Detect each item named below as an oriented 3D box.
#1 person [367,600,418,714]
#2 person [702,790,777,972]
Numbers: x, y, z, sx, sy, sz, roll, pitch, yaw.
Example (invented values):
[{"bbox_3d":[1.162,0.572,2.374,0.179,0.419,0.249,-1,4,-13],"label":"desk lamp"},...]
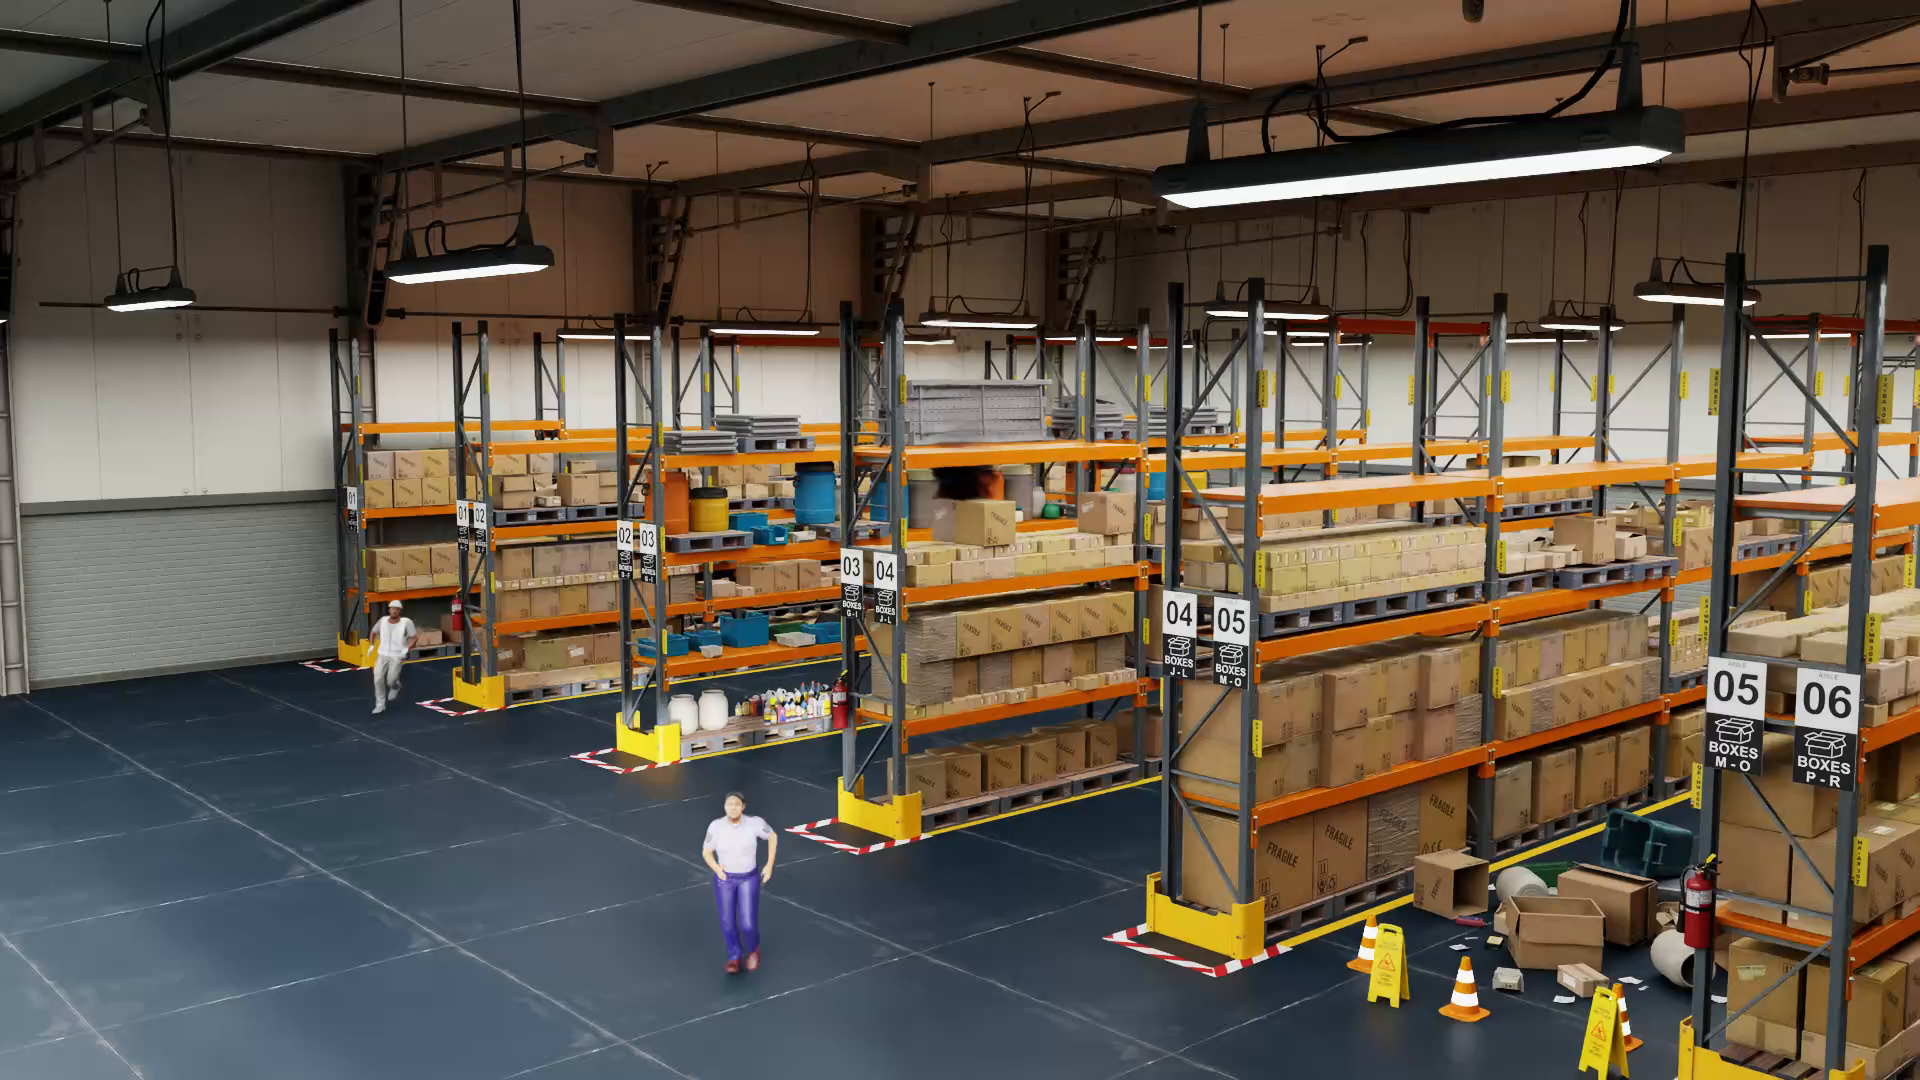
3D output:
[{"bbox_3d":[-8.757,1.784,25.694,0.734,1.724,0.688,0,6,-1],"label":"person"},{"bbox_3d":[-1.896,2.950,14.265,0.628,1.616,0.600,0,6,-2],"label":"person"}]
